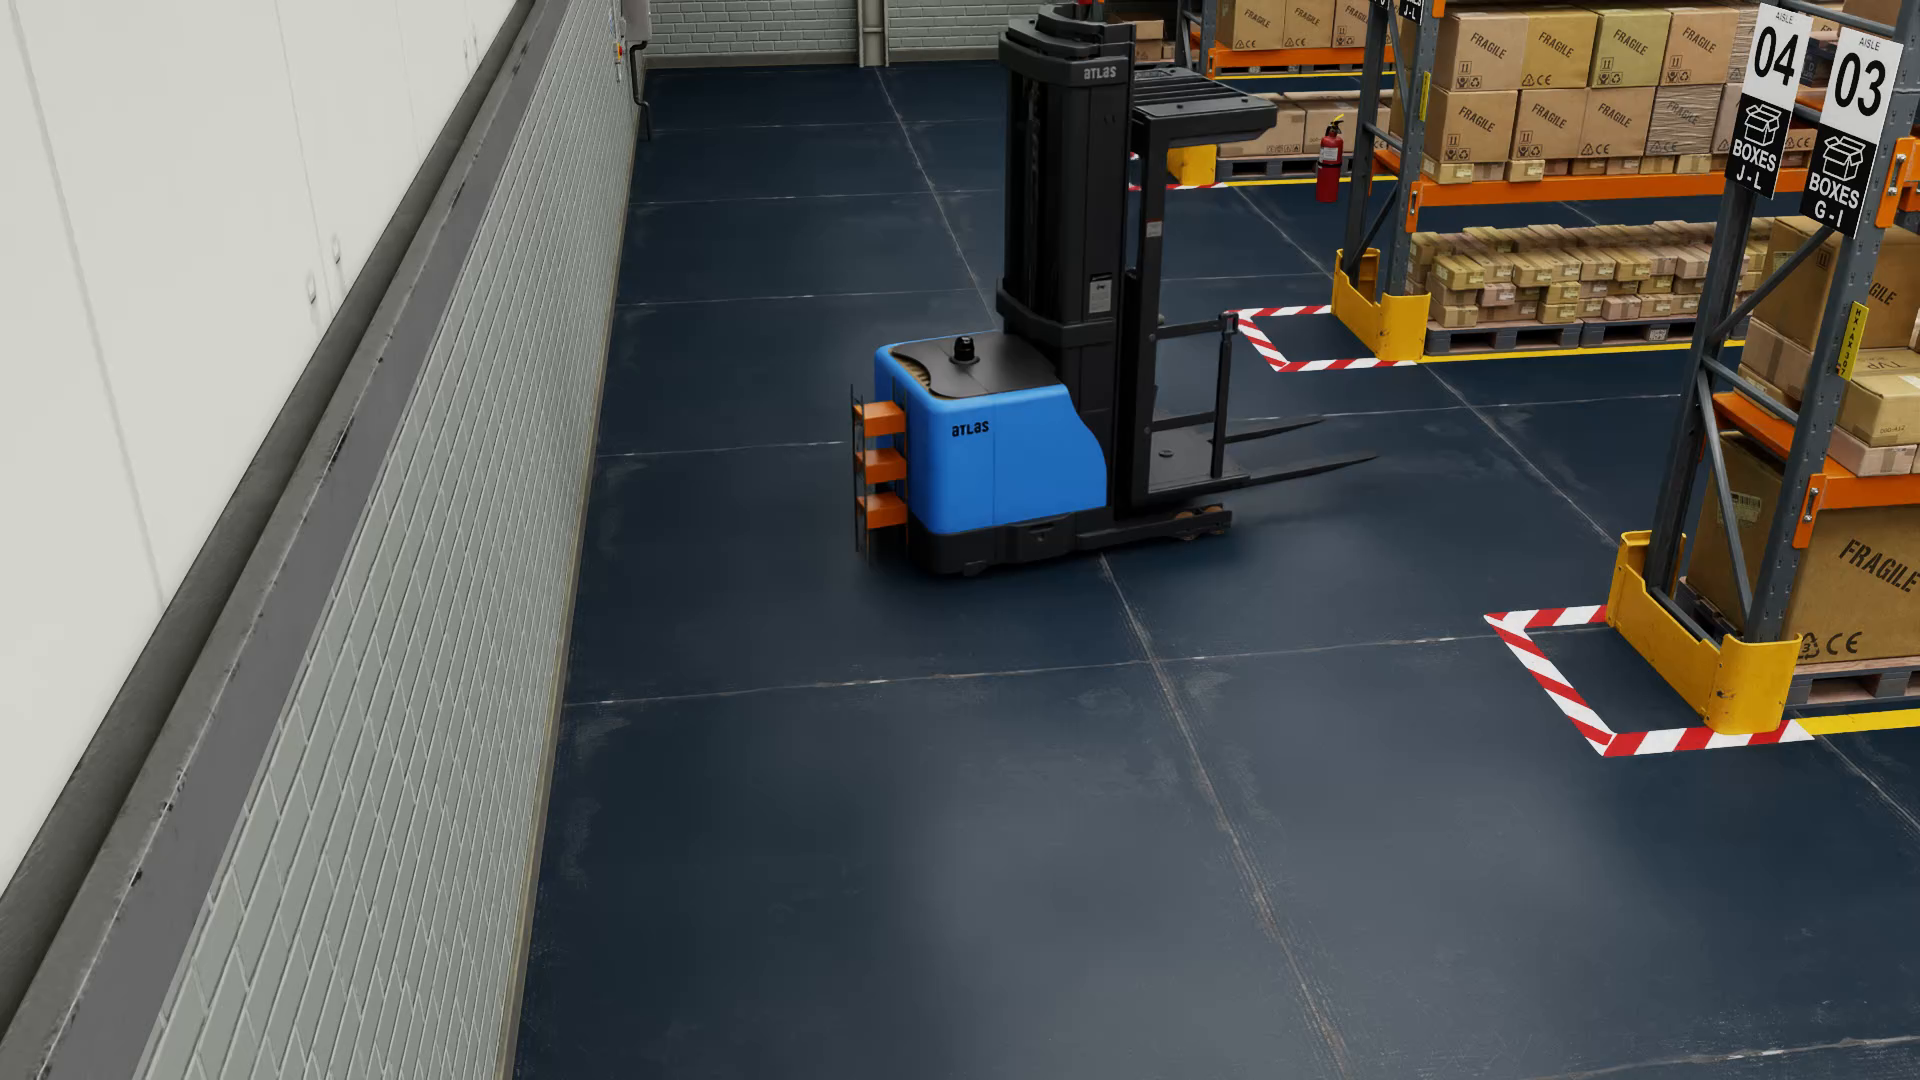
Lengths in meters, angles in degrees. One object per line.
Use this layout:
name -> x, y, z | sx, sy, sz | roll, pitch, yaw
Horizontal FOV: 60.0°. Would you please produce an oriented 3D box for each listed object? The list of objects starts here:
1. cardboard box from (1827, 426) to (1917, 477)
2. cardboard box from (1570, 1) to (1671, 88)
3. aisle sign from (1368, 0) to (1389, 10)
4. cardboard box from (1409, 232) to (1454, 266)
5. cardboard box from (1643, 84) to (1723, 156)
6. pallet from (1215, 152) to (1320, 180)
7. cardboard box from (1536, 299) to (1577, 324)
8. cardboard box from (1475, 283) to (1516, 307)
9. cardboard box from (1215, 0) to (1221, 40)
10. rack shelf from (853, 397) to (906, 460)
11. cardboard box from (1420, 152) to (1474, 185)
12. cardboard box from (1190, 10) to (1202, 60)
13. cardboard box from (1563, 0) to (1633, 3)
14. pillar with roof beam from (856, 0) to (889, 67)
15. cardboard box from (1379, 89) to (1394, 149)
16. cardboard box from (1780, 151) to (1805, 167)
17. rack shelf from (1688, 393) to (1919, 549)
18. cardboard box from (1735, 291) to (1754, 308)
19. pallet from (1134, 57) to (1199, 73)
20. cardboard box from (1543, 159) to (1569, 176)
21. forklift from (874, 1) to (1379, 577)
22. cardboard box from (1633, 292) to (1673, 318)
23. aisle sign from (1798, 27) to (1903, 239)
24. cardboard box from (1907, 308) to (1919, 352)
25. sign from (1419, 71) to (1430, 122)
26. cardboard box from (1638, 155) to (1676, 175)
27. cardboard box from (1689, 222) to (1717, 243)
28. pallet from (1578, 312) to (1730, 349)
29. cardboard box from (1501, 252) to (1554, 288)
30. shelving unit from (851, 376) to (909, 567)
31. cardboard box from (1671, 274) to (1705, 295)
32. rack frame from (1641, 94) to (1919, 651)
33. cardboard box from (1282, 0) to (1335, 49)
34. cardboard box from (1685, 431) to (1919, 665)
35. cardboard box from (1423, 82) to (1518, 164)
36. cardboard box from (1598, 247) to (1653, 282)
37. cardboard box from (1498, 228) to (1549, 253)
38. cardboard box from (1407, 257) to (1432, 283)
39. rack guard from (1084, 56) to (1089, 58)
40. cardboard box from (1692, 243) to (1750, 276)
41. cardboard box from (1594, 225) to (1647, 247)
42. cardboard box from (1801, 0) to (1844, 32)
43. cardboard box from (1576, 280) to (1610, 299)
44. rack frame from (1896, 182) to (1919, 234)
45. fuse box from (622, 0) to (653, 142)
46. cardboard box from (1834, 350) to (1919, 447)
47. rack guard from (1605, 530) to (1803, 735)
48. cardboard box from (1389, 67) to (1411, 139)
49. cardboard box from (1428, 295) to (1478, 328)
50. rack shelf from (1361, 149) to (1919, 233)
cardboard box -> 4.120, -0.437, 7.591 | 0.250, 0.149, 0.380 | -3, 27, -7
cardboard box -> 4.630, -3.512, 11.779 | 0.500, 0.500, 0.500 | -4, 27, -8
aisle sign -> 3.018, -4.212, 11.825 | 0.004, 0.787, 0.394 | -4, 27, -7
cardboard box -> 3.621, -2.255, 12.871 | 0.250, 0.149, 0.380 | -3, 27, -7
cardboard box -> 5.132, -3.111, 12.091 | 0.500, 0.500, 0.500 | -4, 27, -8
pallet -> 3.123, -4.001, 17.316 | 1.213, 0.211, 1.003 | -4, 27, -7
cardboard box -> 4.456, -1.770, 12.577 | 0.250, 0.149, 0.380 | -3, 27, -6
cardboard box -> 3.965, -1.884, 12.473 | 0.250, 0.149, 0.380 | -4, 27, -7
cardboard box -> 2.783, -5.350, 16.782 | 0.500, 0.500, 0.500 | -4, 27, -7
rack shelf -> -0.447, -0.619, 9.208 | 0.240, 0.259, 0.215 | -10, 29, -19
cardboard box -> 3.498, -2.685, 11.972 | 0.250, 0.149, 0.380 | -4, 27, -8
cardboard box -> 3.118, -6.507, 21.423 | 0.500, 0.500, 0.700 | -3, 27, -5
cardboard box -> 4.566, -3.757, 12.255 | 0.500, 0.500, 0.500 | -2, 27, -5
pillar with roof beam -> -0.549, -8.358, 16.182 | 0.400, 9.000, 9.100 | -4, 27, -7
cardboard box -> 4.780, -4.408, 17.402 | 0.875, 0.438, 0.875 | -4, 27, -9
cardboard box -> 6.065, -2.902, 12.395 | 0.250, 0.149, 0.380 | -4, 27, -9
rack shelf -> 5.703, -0.483, 8.193 | 4.000, 0.370, 1.077 | -4, 27, -7
cardboard box -> 5.953, -1.931, 12.891 | 0.250, 0.149, 0.380 | -4, 27, -8
pallet -> 2.511, -6.214, 21.630 | 1.213, 0.211, 1.003 | -4, 27, -7
cardboard box -> 4.256, -2.791, 12.179 | 0.250, 0.149, 0.380 | -2, 27, -5
forklift -> 1.060, -1.514, 9.490 | 3.031, 2.935, 1.130 | -10, 29, -19
cardboard box -> 5.225, -1.836, 12.704 | 0.250, 0.149, 0.380 | -4, 27, -7
aisle sign -> 3.693, -1.692, 6.914 | 0.004, 0.787, 0.394 | -4, 27, -7
cardboard box -> 4.668, -0.924, 8.103 | 0.500, 0.250, 0.500 | -4, 27, -8
sign -> 3.208, -3.064, 11.487 | 0.005, 0.325, 0.100 | -4, 27, -7
cardboard box -> 5.036, -2.807, 12.210 | 0.250, 0.149, 0.380 | -3, 27, -5
cardboard box -> 5.943, -2.377, 13.109 | 0.250, 0.149, 0.380 | -4, 27, -8
pallet -> 5.222, -1.800, 13.027 | 1.213, 0.211, 1.003 | -4, 27, -7
cardboard box -> 4.222, -2.017, 12.406 | 0.250, 0.149, 0.380 | -4, 27, -7
shelving unit -> -0.447, -0.376, 9.333 | 0.252, 1.050, 0.215 | -10, 29, -19
cardboard box -> 5.516, -2.013, 12.725 | 0.250, 0.149, 0.380 | -5, 28, -10
rack frame -> 3.723, -0.675, 7.781 | 0.127, 3.000, 1.000 | -4, 27, -7
cardboard box -> 3.354, -5.145, 16.383 | 0.500, 0.500, 0.500 | -4, 27, -8
cardboard box -> 4.345, 0.006, 8.320 | 0.875, 0.875, 0.875 | -4, 27, -7
cardboard box -> 3.615, -3.005, 11.884 | 0.500, 0.500, 0.500 | -2, 27, -5
cardboard box -> 4.998, -2.080, 12.528 | 0.250, 0.149, 0.380 | -3, 27, -6
cardboard box -> 4.382, -2.307, 12.972 | 0.250, 0.149, 0.380 | -5, 28, -9
cardboard box -> 3.615, -2.137, 12.967 | 0.250, 0.149, 0.380 | -4, 27, -8
rack guard -> 1.722, -6.292, 21.464 | 0.348, 0.500, 1.175 | -4, 27, -7
cardboard box -> 5.761, -2.128, 12.622 | 0.250, 0.149, 0.380 | -5, 28, -10
cardboard box -> 5.172, -2.345, 13.047 | 0.250, 0.149, 0.380 | -4, 27, -7
cardboard box -> 6.154, -3.613, 11.974 | 0.500, 0.500, 0.500 | -5, 28, -9
cardboard box -> 4.714, -1.967, 12.634 | 0.250, 0.149, 0.380 | -5, 28, -10
rack frame -> 7.093, -3.178, 12.659 | 0.127, 3.000, 1.000 | -4, 27, -7
fuse box -> -3.387, -5.172, 17.955 | 0.414, 1.711, 0.539 | -4, 27, -7
cardboard box -> 4.236, -0.649, 7.568 | 0.500, 0.250, 0.500 | -4, 27, -8
rack guard -> 3.699, 0.438, 8.348 | 0.348, 0.500, 1.175 | -4, 27, -7
cardboard box -> 3.541, -3.246, 12.355 | 0.500, 0.500, 0.500 | -3, 27, -6
cardboard box -> 3.695, -1.731, 12.501 | 0.250, 0.149, 0.380 | -3, 27, -6
rack shelf -> 5.112, -2.731, 12.575 | 4.000, 0.370, 1.077 | -4, 27, -7
